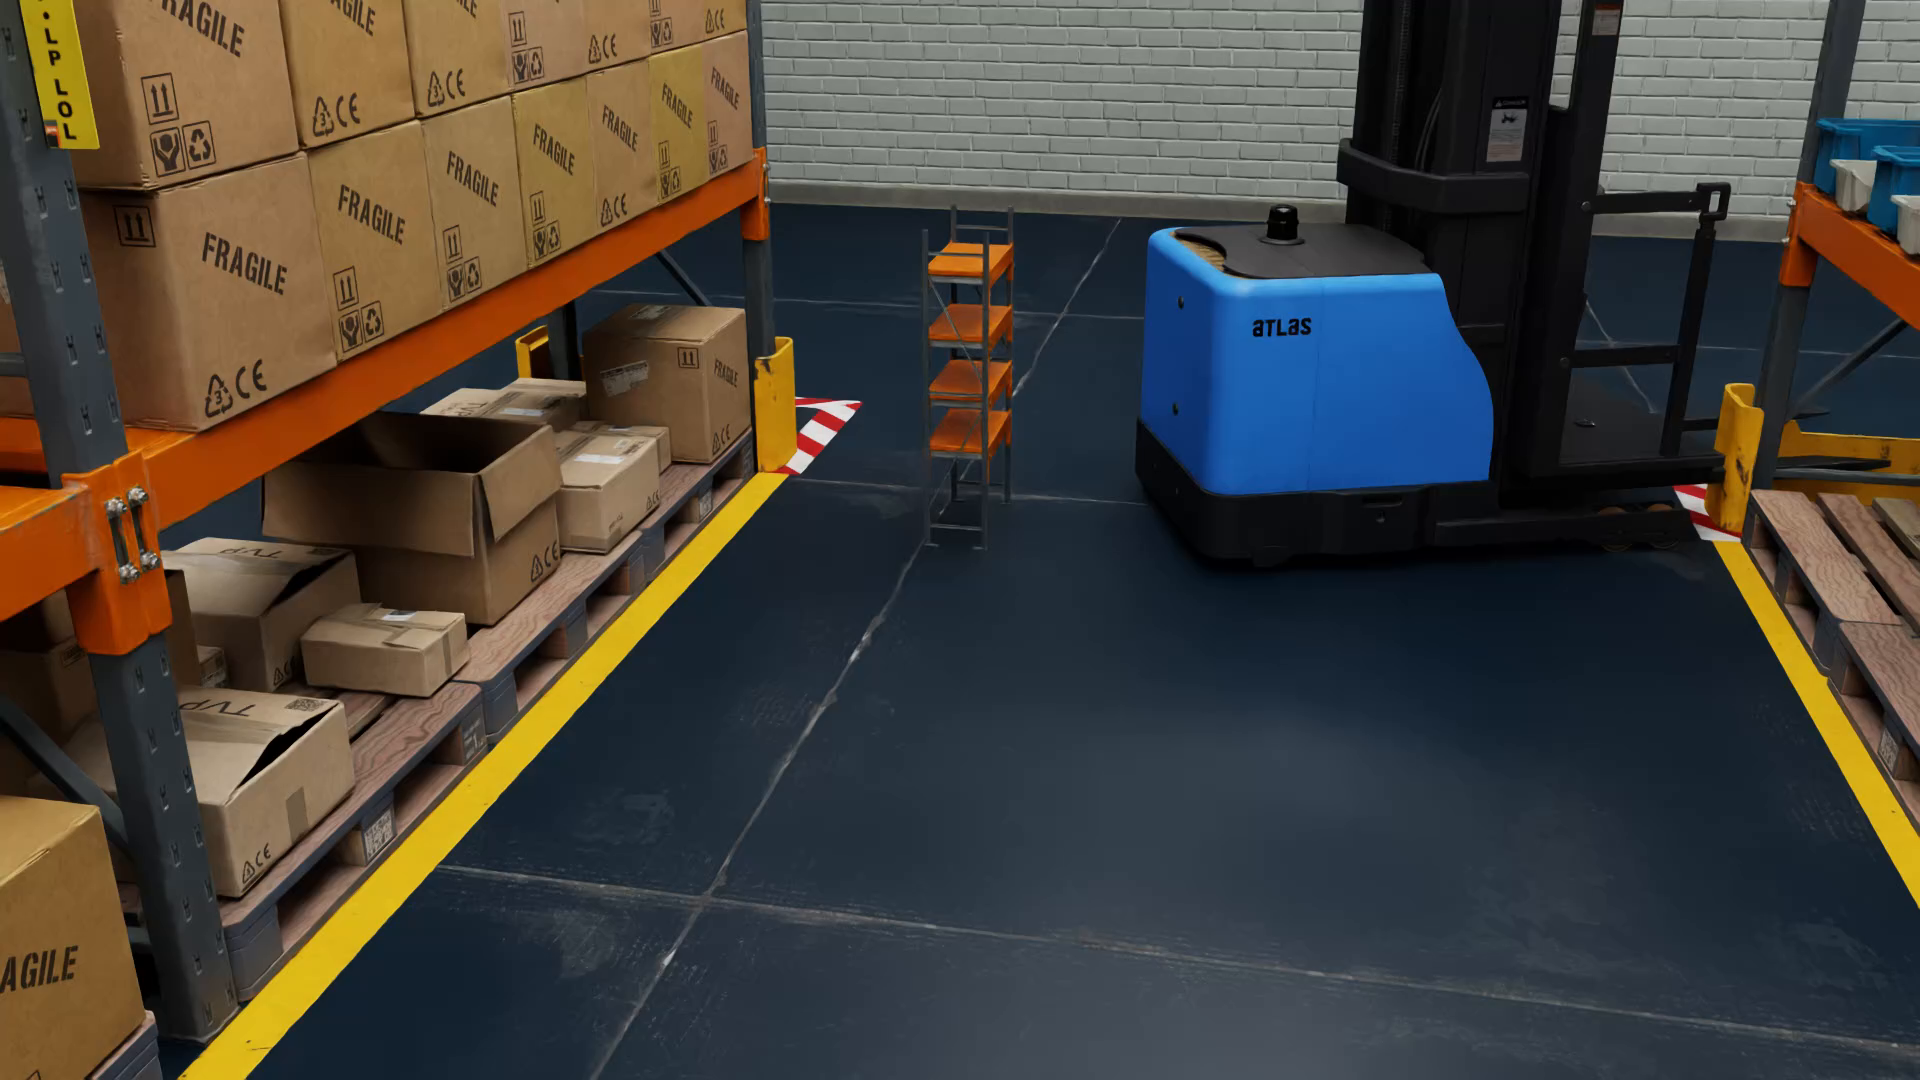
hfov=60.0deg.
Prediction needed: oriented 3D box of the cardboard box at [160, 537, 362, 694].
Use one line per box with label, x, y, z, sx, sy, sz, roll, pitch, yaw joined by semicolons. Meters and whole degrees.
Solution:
cardboard box;-2.122;0.190;4.877;0.500;0.311;0.500;4;22;11

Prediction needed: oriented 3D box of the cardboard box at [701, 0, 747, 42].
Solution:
cardboard box;-1.119;-2.138;6.175;0.500;0.500;0.500;4;22;10

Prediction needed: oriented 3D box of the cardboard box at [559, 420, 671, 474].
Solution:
cardboard box;-1.338;-0.343;6.393;0.380;0.166;0.250;4;22;11

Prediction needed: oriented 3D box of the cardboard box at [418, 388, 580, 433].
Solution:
cardboard box;-1.788;-0.380;6.374;0.500;0.250;0.500;4;22;11

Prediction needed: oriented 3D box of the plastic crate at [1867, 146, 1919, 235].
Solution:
plastic crate;3.044;-1.077;5.156;0.416;0.233;0.300;4;22;11

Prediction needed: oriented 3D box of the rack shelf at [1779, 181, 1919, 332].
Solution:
rack shelf;3.143;-0.368;4.214;1.077;0.370;4.000;4;22;11

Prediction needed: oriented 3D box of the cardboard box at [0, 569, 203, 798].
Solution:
cardboard box;-2.275;0.377;4.160;0.500;0.500;0.500;4;22;11

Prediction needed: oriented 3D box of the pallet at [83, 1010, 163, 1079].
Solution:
pallet;-2.242;1.245;2.980;1.003;0.211;1.213;4;22;11

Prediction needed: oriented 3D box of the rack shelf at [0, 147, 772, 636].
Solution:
rack shelf;-1.705;-0.747;5.155;1.077;0.370;4.000;4;22;11

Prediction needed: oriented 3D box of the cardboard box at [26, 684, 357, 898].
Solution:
cardboard box;-1.816;0.557;3.965;0.500;0.311;0.500;4;22;11

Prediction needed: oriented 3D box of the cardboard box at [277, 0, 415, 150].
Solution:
cardboard box;-1.637;-1.199;3.842;0.500;0.500;0.500;4;22;9

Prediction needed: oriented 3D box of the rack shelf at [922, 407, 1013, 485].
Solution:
rack shelf;0.034;-0.371;6.379;0.258;0.148;0.480;4;22;11

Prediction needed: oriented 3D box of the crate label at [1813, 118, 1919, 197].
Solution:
crate label;3.178;-1.318;5.754;0.416;0.233;0.303;4;22;11

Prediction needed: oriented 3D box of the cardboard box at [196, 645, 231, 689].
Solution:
cardboard box;-2.257;0.398;4.578;0.380;0.149;0.250;4;22;11

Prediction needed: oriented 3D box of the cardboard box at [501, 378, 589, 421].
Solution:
cardboard box;-1.719;-0.566;6.972;0.380;0.149;0.250;4;22;11

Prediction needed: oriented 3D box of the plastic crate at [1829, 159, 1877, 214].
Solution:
plastic crate;3.032;-1.162;5.496;0.250;0.136;0.298;4;22;11

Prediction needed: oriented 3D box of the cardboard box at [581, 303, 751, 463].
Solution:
cardboard box;-1.167;-0.639;6.681;0.500;0.500;0.500;4;22;11

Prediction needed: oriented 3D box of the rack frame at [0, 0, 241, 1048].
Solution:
rack frame;-2.113;-0.349;3.205;1.000;3.000;0.127;4;22;11

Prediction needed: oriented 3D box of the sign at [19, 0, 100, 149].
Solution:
sign;-1.569;-0.845;2.886;0.100;0.325;0.005;4;22;11

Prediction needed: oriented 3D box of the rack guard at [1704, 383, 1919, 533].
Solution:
rack guard;3.543;-0.283;6.387;1.175;0.500;0.348;4;22;11

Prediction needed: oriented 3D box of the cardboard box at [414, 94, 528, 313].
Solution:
cardboard box;-1.537;-0.931;4.517;0.500;0.500;0.500;4;22;11

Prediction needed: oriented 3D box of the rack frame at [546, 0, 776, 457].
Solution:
rack frame;-1.297;-1.812;6.837;1.000;3.000;0.127;4;22;11

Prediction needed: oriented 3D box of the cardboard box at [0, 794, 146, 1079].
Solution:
cardboard box;-1.934;0.809;3.087;0.500;0.500;0.500;4;22;11

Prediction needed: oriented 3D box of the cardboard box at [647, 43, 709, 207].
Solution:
cardboard box;-1.225;-1.484;5.888;0.500;0.500;0.500;5;22;11

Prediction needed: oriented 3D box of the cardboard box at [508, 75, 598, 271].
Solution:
cardboard box;-1.435;-1.117;4.979;0.500;0.500;0.500;4;22;10

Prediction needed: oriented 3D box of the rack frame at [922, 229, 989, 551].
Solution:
rack frame;-0.016;-0.528;6.058;0.240;1.200;0.015;4;22;11

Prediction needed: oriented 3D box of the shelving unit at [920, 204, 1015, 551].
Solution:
shelving unit;0.034;-0.617;6.280;0.258;1.200;0.503;4;22;11

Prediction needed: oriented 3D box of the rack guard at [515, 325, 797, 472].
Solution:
rack guard;-1.313;-0.624;7.235;1.175;0.500;0.348;4;22;11

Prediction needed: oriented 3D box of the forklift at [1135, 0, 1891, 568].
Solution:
forklift;2.286;-1.506;6.169;3.031;2.935;1.130;-4;22;-9

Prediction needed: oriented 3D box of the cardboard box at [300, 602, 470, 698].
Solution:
cardboard box;-1.649;0.307;4.779;0.380;0.166;0.250;4;22;11

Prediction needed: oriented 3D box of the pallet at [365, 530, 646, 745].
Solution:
pallet;-1.726;0.246;5.460;1.003;0.211;1.213;4;22;11

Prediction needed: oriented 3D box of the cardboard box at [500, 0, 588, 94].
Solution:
cardboard box;-1.427;-1.576;4.778;0.500;0.500;0.500;5;23;13

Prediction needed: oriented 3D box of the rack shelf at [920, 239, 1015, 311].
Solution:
rack shelf;0.034;-0.982;6.133;0.258;0.148;0.480;4;22;11

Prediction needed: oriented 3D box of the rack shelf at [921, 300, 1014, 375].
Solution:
rack shelf;0.034;-0.762;6.221;0.258;0.148;0.480;4;22;11

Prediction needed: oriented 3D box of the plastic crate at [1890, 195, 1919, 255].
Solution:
plastic crate;2.894;-0.914;4.880;0.250;0.136;0.298;4;22;11

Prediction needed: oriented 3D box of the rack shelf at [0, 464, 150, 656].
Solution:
rack shelf;-2.522;0.716;1.523;1.077;0.370;4.000;4;22;11

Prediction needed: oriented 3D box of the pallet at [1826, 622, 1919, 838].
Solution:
pallet;3.094;0.604;4.571;1.003;0.211;1.213;4;22;11

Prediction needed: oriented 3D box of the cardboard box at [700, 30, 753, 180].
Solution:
cardboard box;-1.122;-1.674;6.360;0.500;0.500;0.500;5;23;13

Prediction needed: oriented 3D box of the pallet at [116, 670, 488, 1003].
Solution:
pallet;-1.972;0.694;4.349;1.003;0.211;1.213;4;22;11

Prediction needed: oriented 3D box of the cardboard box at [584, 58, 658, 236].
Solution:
cardboard box;-1.332;-1.301;5.436;0.500;0.500;0.500;5;22;11

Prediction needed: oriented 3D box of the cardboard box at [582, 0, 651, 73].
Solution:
cardboard box;-1.322;-1.763;5.245;0.500;0.500;0.500;5;22;12

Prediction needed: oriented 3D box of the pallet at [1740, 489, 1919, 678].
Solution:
pallet;3.345;0.159;5.675;1.003;0.211;1.213;4;22;11

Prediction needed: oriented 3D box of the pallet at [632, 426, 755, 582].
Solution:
pallet;-1.474;-0.199;6.565;1.003;0.211;1.213;4;22;11

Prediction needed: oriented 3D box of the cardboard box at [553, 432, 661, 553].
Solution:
cardboard box;-1.390;-0.178;5.871;0.500;0.250;0.500;4;22;11

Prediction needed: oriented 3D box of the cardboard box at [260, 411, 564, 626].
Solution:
cardboard box;-1.735;-0.082;5.296;0.797;0.503;0.637;4;22;11

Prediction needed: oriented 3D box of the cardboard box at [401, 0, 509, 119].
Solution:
cardboard box;-1.532;-1.387;4.309;0.500;0.500;0.500;4;22;9

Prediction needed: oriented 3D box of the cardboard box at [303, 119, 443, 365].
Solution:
cardboard box;-1.641;-0.748;4.063;0.500;0.500;0.500;5;22;12

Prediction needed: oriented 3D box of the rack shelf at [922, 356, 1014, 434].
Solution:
rack shelf;0.034;-0.555;6.305;0.258;0.148;0.480;4;22;11

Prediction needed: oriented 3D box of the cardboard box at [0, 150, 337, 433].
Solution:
cardboard box;-1.743;-0.561;3.597;0.500;0.500;0.500;5;22;12

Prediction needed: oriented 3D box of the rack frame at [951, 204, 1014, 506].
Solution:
rack frame;0.084;-0.706;6.501;0.240;1.200;0.015;4;22;11

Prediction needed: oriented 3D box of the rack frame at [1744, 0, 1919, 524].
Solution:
rack frame;3.551;-1.433;5.896;1.000;3.000;0.127;4;22;11

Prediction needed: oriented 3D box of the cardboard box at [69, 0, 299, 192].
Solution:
cardboard box;-1.742;-1.010;3.374;0.500;0.500;0.500;5;22;12

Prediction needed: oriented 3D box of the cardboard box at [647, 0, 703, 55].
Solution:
cardboard box;-1.221;-1.953;5.716;0.500;0.500;0.500;5;22;12
